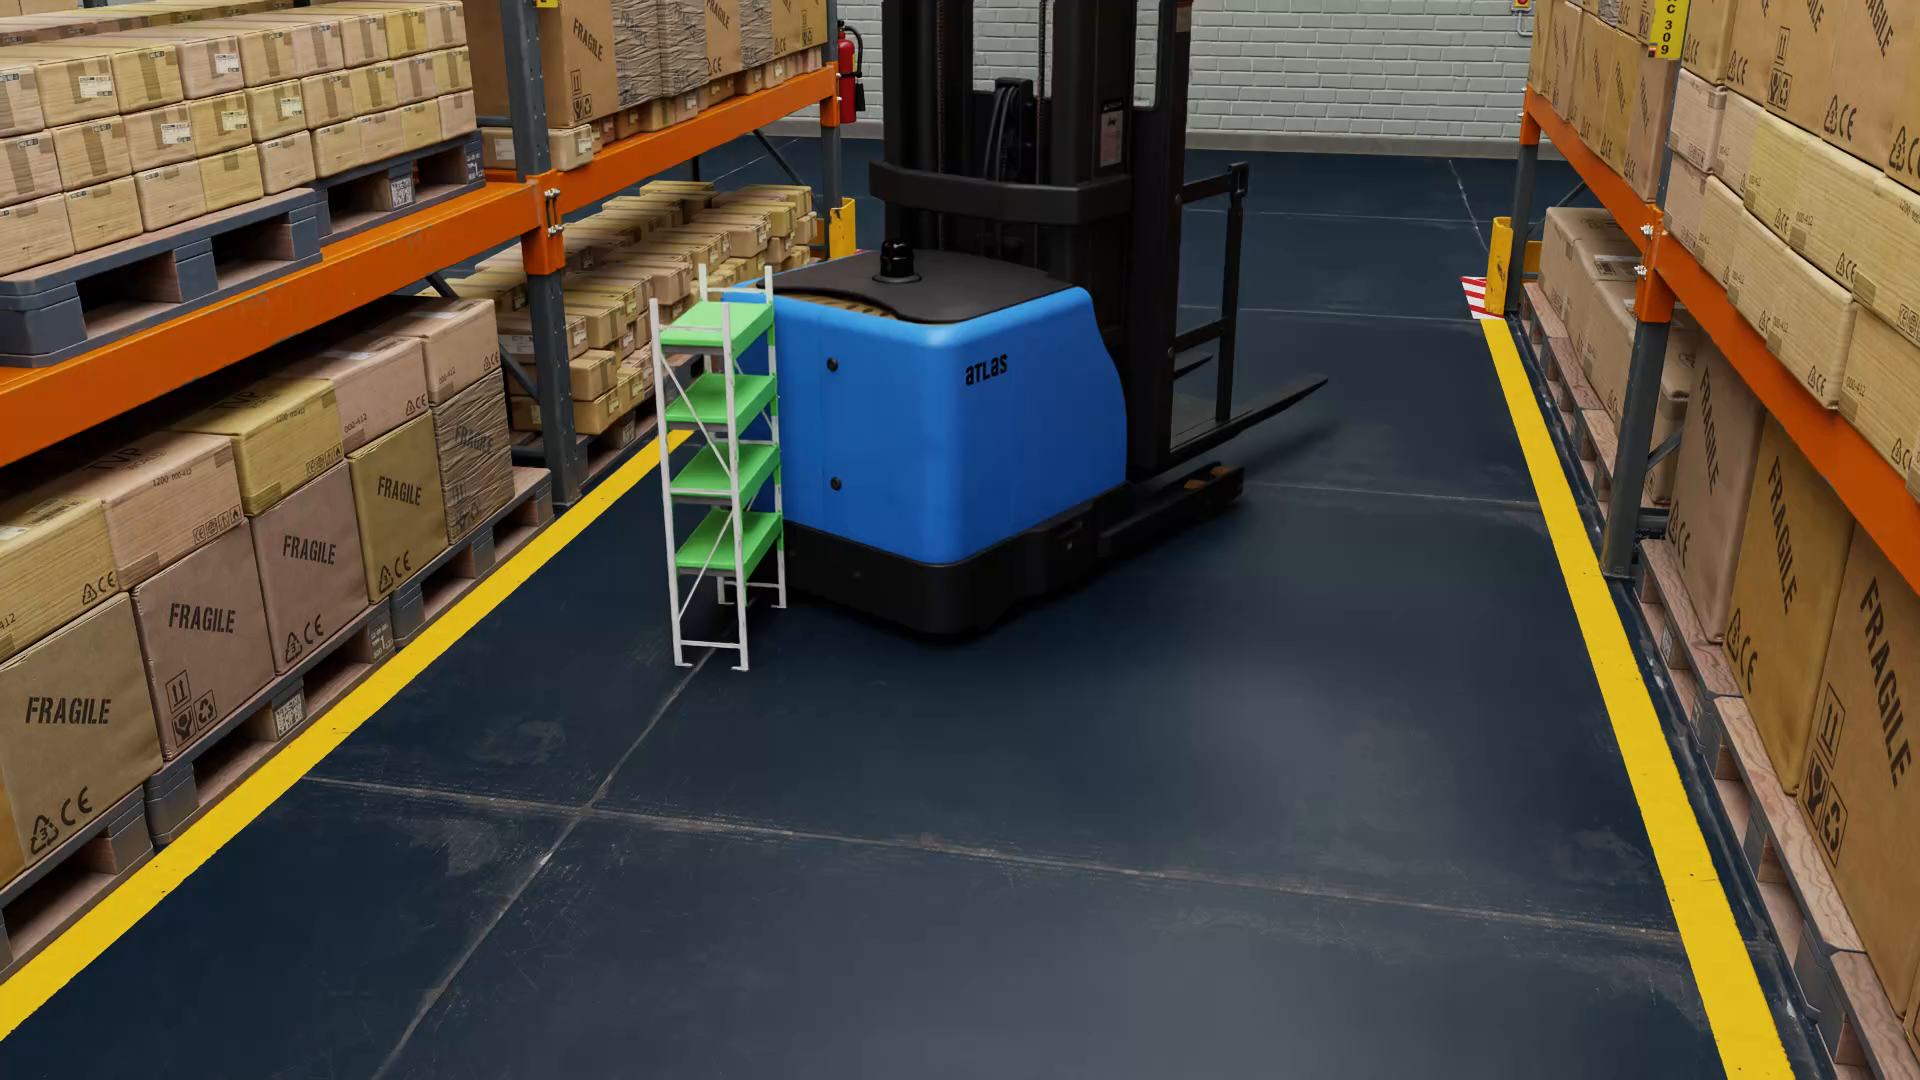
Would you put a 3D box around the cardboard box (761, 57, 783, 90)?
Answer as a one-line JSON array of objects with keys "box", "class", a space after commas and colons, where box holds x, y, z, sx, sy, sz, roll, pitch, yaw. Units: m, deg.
[{"box": [-1.168, -2.505, 8.895, 0.380, 0.149, 0.250, 5, 22, 12], "class": "cardboard box"}]

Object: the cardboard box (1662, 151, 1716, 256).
[{"box": [2.477, -1.025, 5.084, 0.500, 0.250, 0.500, 4, 22, 10], "class": "cardboard box"}]

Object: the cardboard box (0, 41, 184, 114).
[{"box": [-2.252, -1.193, 4.278, 0.380, 0.149, 0.250, 4, 22, 10], "class": "cardboard box"}]

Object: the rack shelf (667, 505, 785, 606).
[{"box": [-0.759, 0.045, 5.449, 0.258, 0.148, 0.480, 3, 22, 8], "class": "rack shelf"}]

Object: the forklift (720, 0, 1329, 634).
[{"box": [0.486, -1.536, 6.243, 1.130, 2.935, 3.031, 17, 27, 35], "class": "forklift"}]

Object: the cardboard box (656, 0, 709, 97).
[{"box": [-1.461, -2.285, 7.479, 0.500, 0.500, 0.500, 4, 22, 10], "class": "cardboard box"}]

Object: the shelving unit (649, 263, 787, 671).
[{"box": [-0.759, -0.237, 5.335, 0.258, 1.200, 0.503, 3, 22, 8], "class": "shelving unit"}]

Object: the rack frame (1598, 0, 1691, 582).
[{"box": [2.825, -1.235, 5.405, 1.000, 3.000, 0.127, 4, 22, 11], "class": "rack frame"}]

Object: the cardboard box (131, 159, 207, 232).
[{"box": [-2.245, -0.919, 4.395, 0.380, 0.149, 0.250, 4, 22, 9], "class": "cardboard box"}]

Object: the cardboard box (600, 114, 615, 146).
[{"box": [-1.680, -1.739, 6.993, 0.380, 0.149, 0.250, 3, 22, 9], "class": "cardboard box"}]

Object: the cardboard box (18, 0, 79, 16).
[{"box": [-5.899, -3.324, 10.395, 0.500, 0.250, 0.500, 4, 22, 10], "class": "cardboard box"}]

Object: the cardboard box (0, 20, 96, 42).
[{"box": [-2.783, -1.440, 4.892, 0.380, 0.149, 0.250, 4, 22, 10], "class": "cardboard box"}]

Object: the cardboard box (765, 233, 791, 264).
[{"box": [-1.157, -1.644, 9.276, 0.380, 0.149, 0.250, 4, 22, 9], "class": "cardboard box"}]

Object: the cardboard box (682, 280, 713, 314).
[{"box": [-1.425, -1.170, 8.100, 0.380, 0.149, 0.250, 4, 22, 11], "class": "cardboard box"}]

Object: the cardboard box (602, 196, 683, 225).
[{"box": [-1.780, -1.829, 9.337, 0.380, 0.149, 0.250, 4, 22, 11], "class": "cardboard box"}]

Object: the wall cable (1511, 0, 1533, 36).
[{"box": [4.769, -5.248, 13.967, 0.585, 1.953, 0.123, 4, 22, 11], "class": "wall cable"}]

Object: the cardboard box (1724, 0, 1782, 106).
[{"box": [2.377, -1.418, 4.387, 0.500, 0.500, 0.500, 4, 22, 11], "class": "cardboard box"}]

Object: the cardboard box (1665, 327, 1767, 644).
[{"box": [2.777, -0.212, 5.146, 0.875, 0.875, 0.875, 5, 23, 13], "class": "cardboard box"}]

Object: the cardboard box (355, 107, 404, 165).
[{"box": [-2.033, -1.307, 5.359, 0.380, 0.149, 0.250, 4, 22, 11], "class": "cardboard box"}]

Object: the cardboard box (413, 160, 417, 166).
[{"box": [-2.212, -1.581, 6.601, 0.380, 0.149, 0.250, 4, 22, 10], "class": "cardboard box"}]

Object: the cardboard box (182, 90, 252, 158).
[{"box": [-2.194, -1.149, 4.567, 0.380, 0.149, 0.250, 5, 22, 11], "class": "cardboard box"}]

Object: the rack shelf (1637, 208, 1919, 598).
[{"box": [2.417, -0.170, 3.724, 1.077, 0.370, 4.000, 4, 22, 11], "class": "rack shelf"}]

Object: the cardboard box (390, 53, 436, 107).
[{"box": [-1.982, -1.535, 5.525, 0.380, 0.149, 0.250, 5, 22, 11], "class": "cardboard box"}]

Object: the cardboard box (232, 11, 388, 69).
[{"box": [-2.041, -1.575, 5.228, 0.380, 0.149, 0.250, 4, 22, 9], "class": "cardboard box"}]

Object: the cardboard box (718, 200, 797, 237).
[{"box": [-1.121, -1.782, 9.221, 0.380, 0.149, 0.250, 4, 22, 10], "class": "cardboard box"}]

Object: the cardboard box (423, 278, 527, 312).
[{"box": [-2.166, -1.062, 7.433, 0.380, 0.149, 0.250, 4, 22, 10], "class": "cardboard box"}]

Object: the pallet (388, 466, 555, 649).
[{"box": [-2.199, 0.003, 6.064, 1.003, 0.211, 1.213, 4, 22, 11], "class": "pallet"}]

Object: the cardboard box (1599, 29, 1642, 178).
[{"box": [2.769, -1.659, 6.324, 0.500, 0.500, 0.500, 4, 22, 10], "class": "cardboard box"}]

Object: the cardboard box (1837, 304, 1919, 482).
[{"box": [2.066, -0.278, 3.230, 0.500, 0.250, 0.500, 4, 22, 10], "class": "cardboard box"}]

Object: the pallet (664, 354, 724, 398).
[{"box": [-1.692, -0.978, 8.499, 1.003, 0.211, 1.213, 4, 22, 11], "class": "pallet"}]

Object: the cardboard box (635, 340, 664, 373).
[{"box": [-1.595, -0.845, 7.692, 0.380, 0.149, 0.250, 4, 22, 10], "class": "cardboard box"}]

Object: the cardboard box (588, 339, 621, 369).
[{"box": [-1.690, -0.793, 7.164, 0.380, 0.149, 0.250, 5, 22, 11], "class": "cardboard box"}]

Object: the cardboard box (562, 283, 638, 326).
[{"box": [-1.650, -1.027, 7.345, 0.380, 0.149, 0.250, 4, 22, 10], "class": "cardboard box"}]

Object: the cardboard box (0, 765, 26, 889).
[{"box": [-2.463, 0.613, 3.601, 0.500, 0.500, 0.500, 4, 22, 9], "class": "cardboard box"}]

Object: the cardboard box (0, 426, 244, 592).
[{"box": [-2.263, -0.095, 4.354, 0.500, 0.250, 0.500, 5, 22, 11], "class": "cardboard box"}]

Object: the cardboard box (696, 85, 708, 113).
[{"box": [-1.433, -2.125, 7.950, 0.380, 0.149, 0.250, 5, 23, 13], "class": "cardboard box"}]

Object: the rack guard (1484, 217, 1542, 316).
[{"box": [3.647, -1.547, 9.526, 1.175, 0.500, 0.348, 4, 22, 11], "class": "rack guard"}]

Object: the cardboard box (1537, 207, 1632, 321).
[{"box": [3.605, -1.455, 8.820, 0.875, 0.438, 0.875, 4, 22, 9], "class": "cardboard box"}]

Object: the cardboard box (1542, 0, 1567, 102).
[{"box": [3.187, -2.404, 8.173, 0.500, 0.500, 0.500, 4, 22, 10], "class": "cardboard box"}]

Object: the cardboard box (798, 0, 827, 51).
[{"box": [-1.065, -3.039, 9.352, 0.500, 0.500, 0.500, 5, 22, 12], "class": "cardboard box"}]

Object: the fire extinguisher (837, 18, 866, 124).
[{"box": [-0.722, -2.887, 10.108, 0.296, 0.674, 0.183, 4, 22, 11], "class": "fire extinguisher"}]

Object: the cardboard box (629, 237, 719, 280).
[{"box": [-1.424, -1.404, 8.281, 0.380, 0.149, 0.250, 5, 22, 11], "class": "cardboard box"}]

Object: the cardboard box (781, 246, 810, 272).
[{"box": [-1.081, -1.601, 9.567, 0.380, 0.149, 0.250, 5, 23, 13], "class": "cardboard box"}]

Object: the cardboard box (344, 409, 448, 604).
[{"box": [-2.051, -0.133, 5.453, 0.500, 0.500, 0.500, 4, 22, 10], "class": "cardboard box"}]

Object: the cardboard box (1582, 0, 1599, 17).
[{"box": [2.968, -2.494, 7.058, 0.500, 0.500, 0.500, 5, 22, 11], "class": "cardboard box"}]

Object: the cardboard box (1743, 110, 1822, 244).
[{"box": [2.252, -0.883, 4.062, 0.500, 0.250, 0.500, 5, 22, 12], "class": "cardboard box"}]

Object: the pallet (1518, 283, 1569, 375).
[{"box": [3.555, -1.106, 8.818, 1.003, 0.211, 1.213, 4, 22, 11], "class": "pallet"}]

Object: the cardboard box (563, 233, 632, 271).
[{"box": [-1.871, -1.439, 8.369, 0.380, 0.149, 0.250, 5, 22, 11], "class": "cardboard box"}]

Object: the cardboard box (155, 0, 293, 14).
[{"box": [-2.572, -1.821, 5.837, 0.380, 0.149, 0.250, 6, 23, 14], "class": "cardboard box"}]
